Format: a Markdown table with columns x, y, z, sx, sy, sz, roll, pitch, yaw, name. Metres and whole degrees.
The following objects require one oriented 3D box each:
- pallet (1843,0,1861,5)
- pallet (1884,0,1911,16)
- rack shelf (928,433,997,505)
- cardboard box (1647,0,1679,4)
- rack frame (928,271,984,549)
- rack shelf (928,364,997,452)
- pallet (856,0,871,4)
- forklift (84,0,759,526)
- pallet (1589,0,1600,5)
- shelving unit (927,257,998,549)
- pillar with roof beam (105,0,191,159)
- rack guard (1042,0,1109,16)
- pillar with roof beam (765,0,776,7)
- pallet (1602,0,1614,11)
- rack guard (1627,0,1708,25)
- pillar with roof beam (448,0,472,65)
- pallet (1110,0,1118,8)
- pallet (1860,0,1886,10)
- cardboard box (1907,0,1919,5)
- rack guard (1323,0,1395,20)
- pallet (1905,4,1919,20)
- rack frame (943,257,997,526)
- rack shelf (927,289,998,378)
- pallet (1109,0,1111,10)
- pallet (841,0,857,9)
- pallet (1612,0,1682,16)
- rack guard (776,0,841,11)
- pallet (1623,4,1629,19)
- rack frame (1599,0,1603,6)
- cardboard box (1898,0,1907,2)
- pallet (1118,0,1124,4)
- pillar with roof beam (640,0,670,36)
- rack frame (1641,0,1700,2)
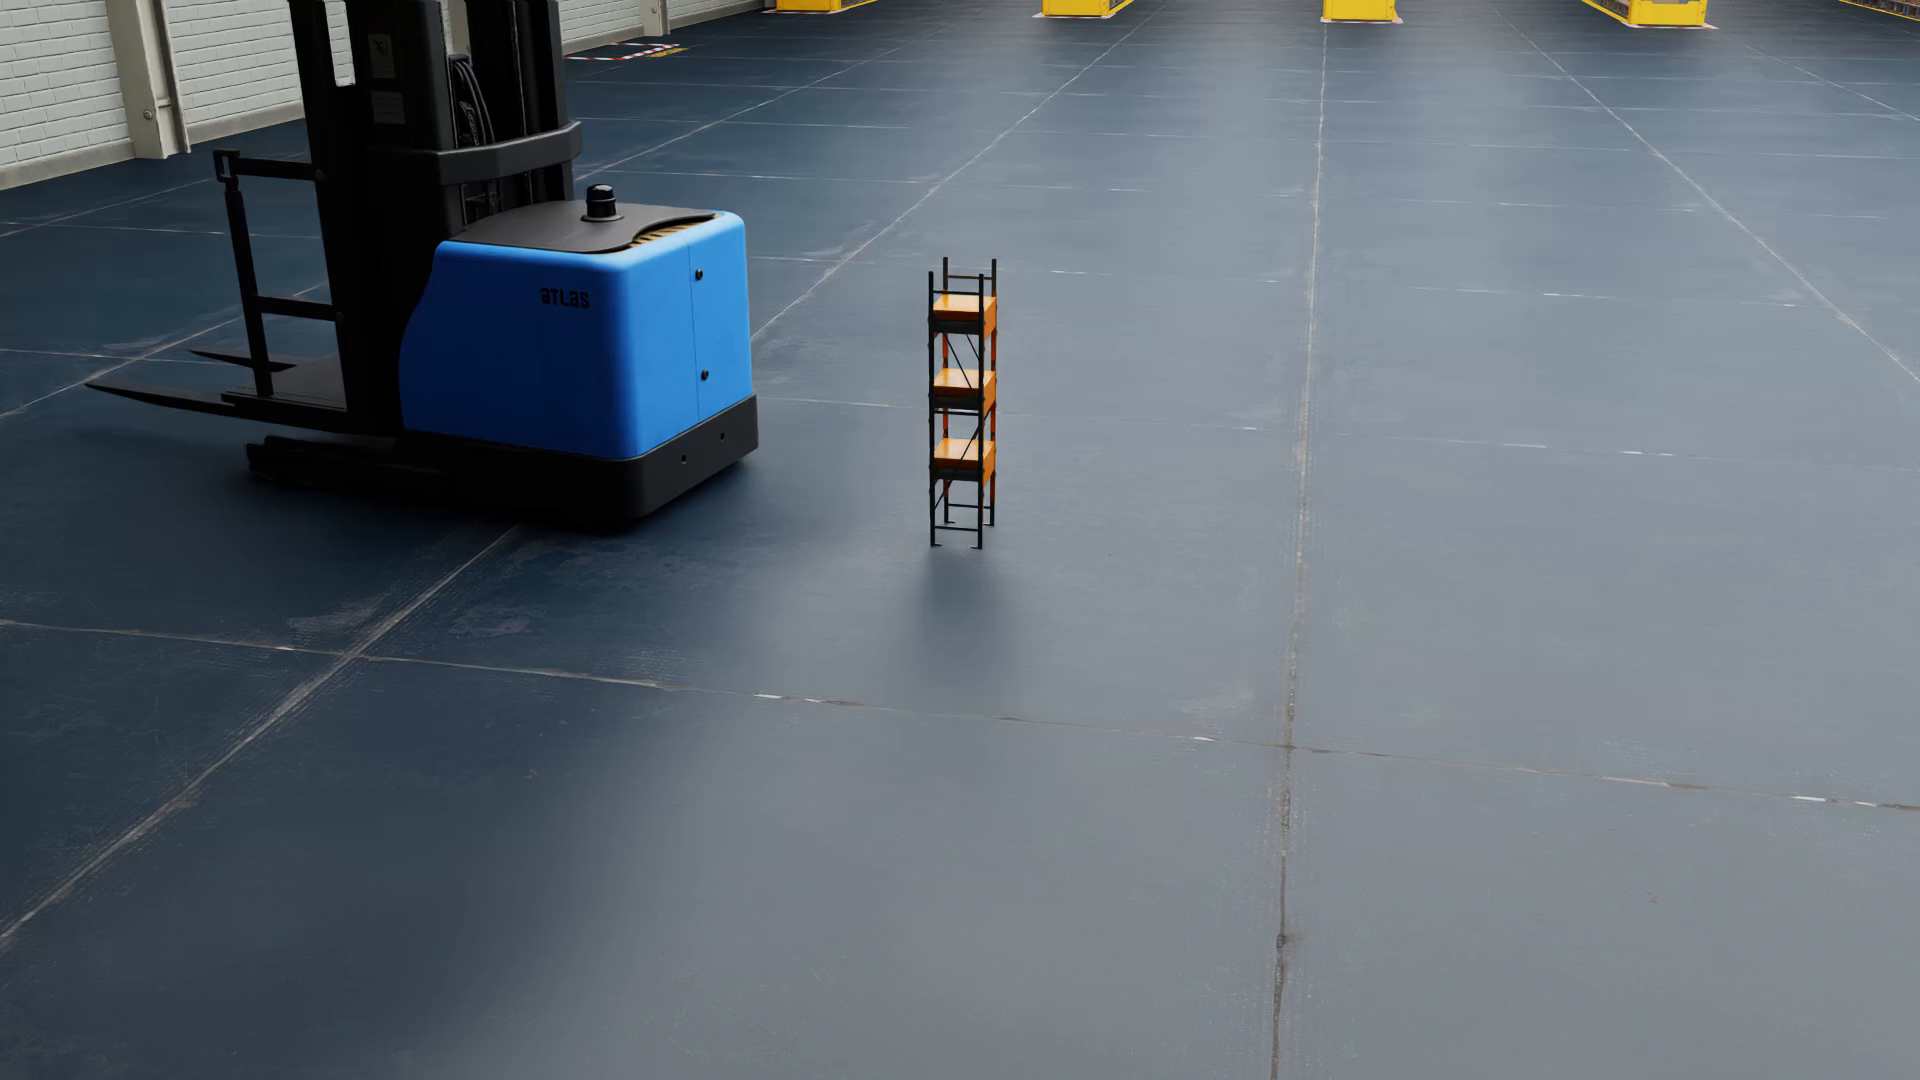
| x | y | z | sx | sy | sz | roll | pitch | yaw | name |
| --- | --- | --- | --- | --- | --- | --- | --- | --- | --- |
| 17.734 | -10.473 | 32.075 | 1.003 | 0.211 | 1.213 | 4 | 22 | 11 | pallet |
| 17.172 | -9.465 | 29.573 | 1.003 | 0.211 | 1.213 | 4 | 22 | 11 | pallet |
| 0.011 | -0.239 | 6.314 | 0.215 | 0.259 | 0.240 | 4 | 22 | 11 | rack shelf |
| 11.896 | -9.246 | 28.079 | 0.500 | 0.500 | 0.500 | 9 | 24 | 21 | cardboard box |
| -0.014 | -0.462 | 6.095 | 0.200 | 1.050 | 0.008 | 4 | 22 | 11 | rack frame |
| 0.011 | -0.497 | 6.210 | 0.215 | 0.259 | 0.240 | 4 | 22 | 11 | rack shelf |
| -2.328 | -10.589 | 32.364 | 1.003 | 0.211 | 1.213 | 4 | 22 | 11 | pallet |
| -2.434 | -1.756 | 6.791 | 3.031 | 2.935 | 1.130 | 9 | 24 | 21 | forklift |
| 12.726 | -10.437 | 31.987 | 1.003 | 0.211 | 1.213 | 4 | 22 | 11 | pallet |
| 0.011 | -0.507 | 6.206 | 0.215 | 1.050 | 0.252 | 4 | 22 | 11 | shelving unit |
| -2.958 | -7.309 | 12.457 | 9.100 | 9.000 | 0.400 | 4 | 22 | 11 | pillar with roof beam |
| 2.050 | -9.571 | 29.450 | 1.175 | 0.500 | 0.348 | 4 | 22 | 11 | rack guard |
| 0.715 | -13.892 | 28.803 | 9.100 | 9.000 | 0.400 | 4 | 22 | 11 | pillar with roof beam |
| 12.466 | -9.904 | 30.663 | 1.003 | 0.211 | 1.213 | 4 | 22 | 11 | pallet |
| 11.768 | -8.851 | 27.662 | 1.175 | 0.500 | 0.348 | 4 | 22 | 11 | rack guard |
| -1.733 | -9.504 | 17.906 | 9.100 | 9.000 | 0.400 | 4 | 22 | 11 | pillar with roof beam |
| 2.421 | -10.174 | 31.333 | 1.003 | 0.211 | 1.213 | 4 | 22 | 11 | pallet |
| 17.487 | -10.025 | 30.964 | 1.003 | 0.211 | 1.213 | 4 | 22 | 11 | pallet |
| 17.026 | -9.686 | 28.669 | 0.875 | 0.875 | 0.875 | 5 | 22 | 11 | cardboard box |
| 6.873 | -9.233 | 28.609 | 1.175 | 0.500 | 0.348 | 4 | 22 | 11 | rack guard |
| 16.925 | -9.018 | 28.462 | 1.003 | 0.211 | 1.213 | 4 | 22 | 11 | pallet |
| 0.036 | -0.551 | 6.317 | 0.200 | 1.050 | 0.008 | 4 | 22 | 11 | rack frame |
| 0.011 | -0.760 | 6.104 | 0.215 | 0.259 | 0.240 | 4 | 22 | 11 | rack shelf |
| 2.170 | -9.729 | 30.228 | 1.003 | 0.211 | 1.213 | 4 | 22 | 11 | pallet |
| -2.579 | -10.145 | 31.260 | 1.003 | 0.211 | 1.213 | 4 | 22 | 11 | pallet |
| 12.219 | -9.457 | 29.552 | 1.003 | 0.211 | 1.213 | 4 | 22 | 11 | pallet |
| -2.780 | -9.984 | 30.475 | 1.175 | 0.500 | 0.348 | 4 | 22 | 11 | rack guard |
| 11.968 | -9.012 | 28.447 | 1.003 | 0.211 | 1.213 | 4 | 22 | 11 | pallet |
| 12.569 | -11.446 | 30.759 | 1.000 | 3.000 | 0.127 | 4 | 22 | 11 | rack frame |
| 17.207 | -10.015 | 29.489 | 0.875 | 0.875 | 0.875 | 5 | 22 | 12 | cardboard box |
| 2.668 | -10.621 | 32.444 | 1.003 | 0.211 | 1.213 | 4 | 22 | 11 | pallet |
| -0.509 | -11.698 | 23.354 | 9.100 | 9.000 | 0.400 | 4 | 22 | 11 | pillar with roof beam |
| 11.752 | -9.983 | 27.126 | 1.000 | 3.000 | 0.127 | 4 | 22 | 11 | rack frame |
